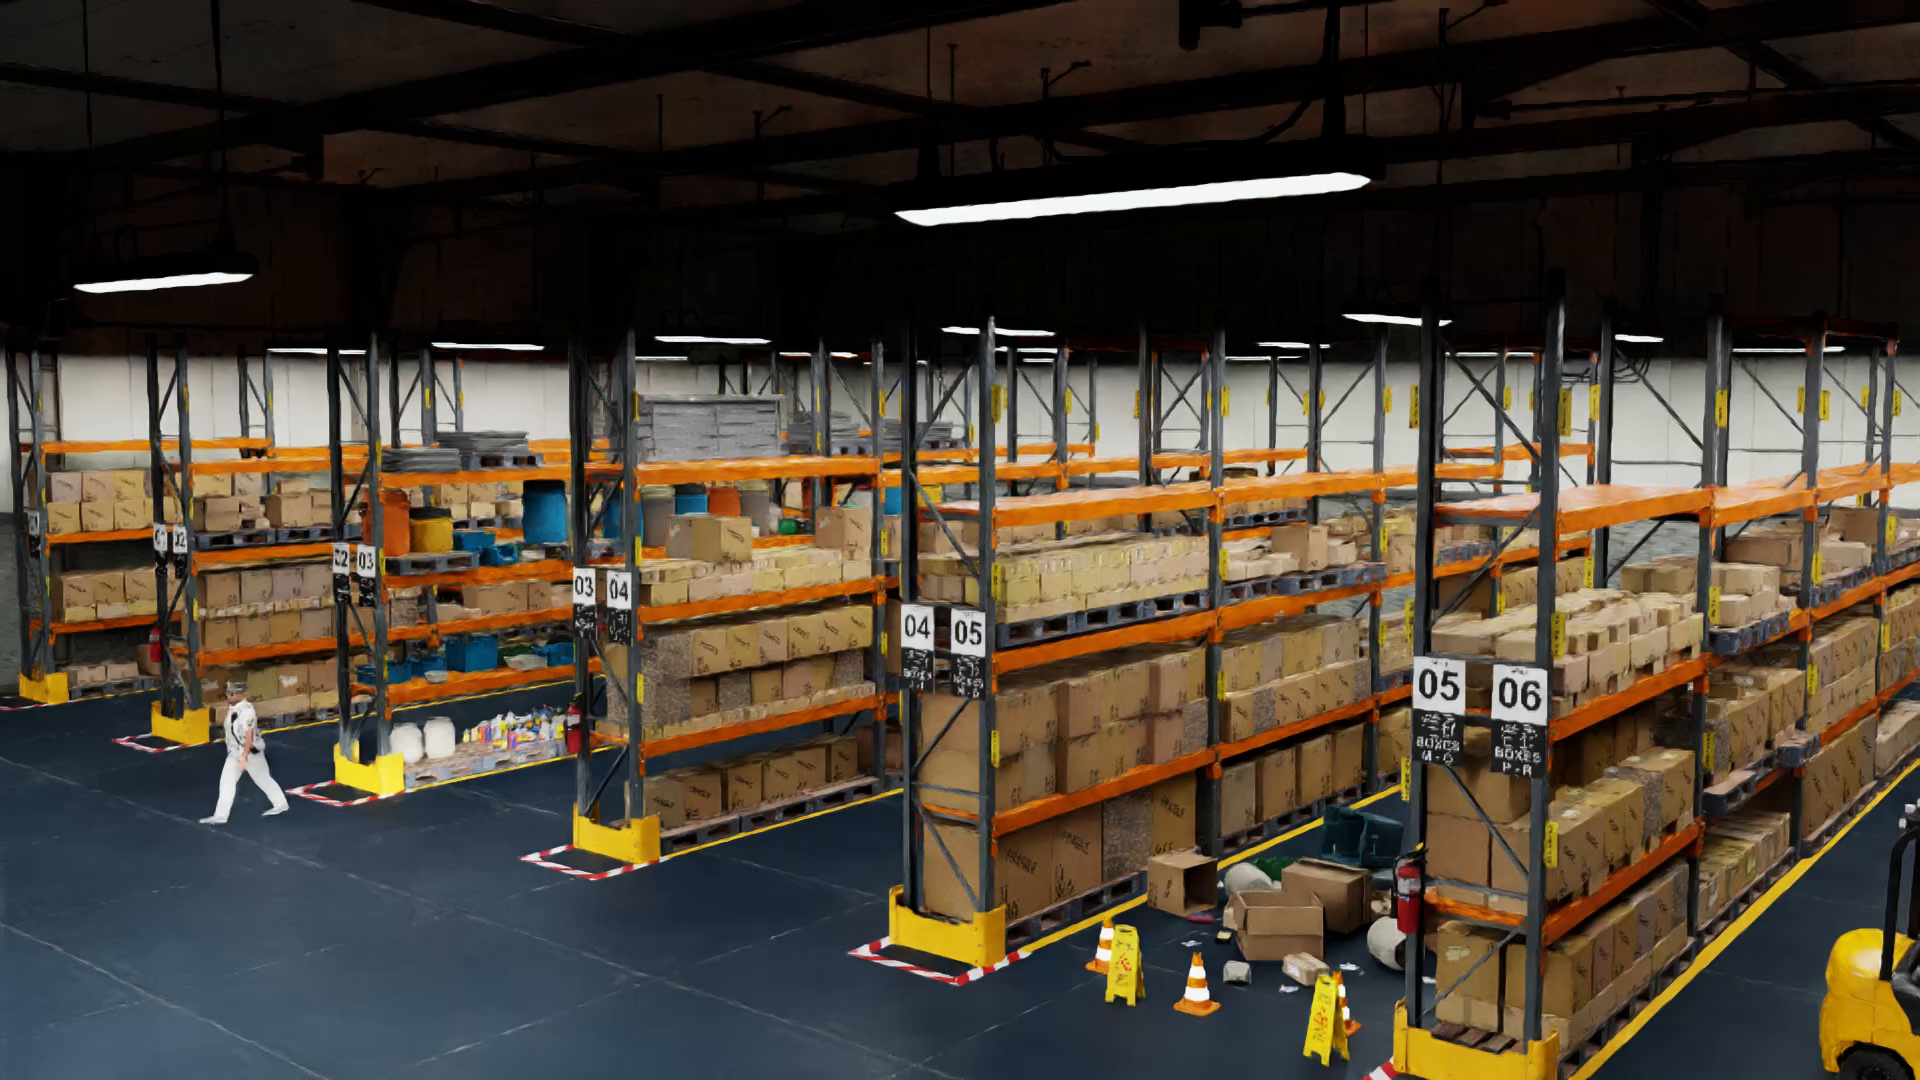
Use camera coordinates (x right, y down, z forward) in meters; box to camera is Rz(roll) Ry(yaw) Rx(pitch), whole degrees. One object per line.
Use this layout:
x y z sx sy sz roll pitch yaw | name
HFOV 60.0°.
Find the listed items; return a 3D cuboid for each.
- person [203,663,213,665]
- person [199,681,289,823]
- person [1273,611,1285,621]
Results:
-12.692 1.856 27.911 0.598 1.619 0.507 4 6 37 | person
-8.566 2.520 19.885 0.554 1.709 1.040 4 7 38 | person
5.084 1.941 26.303 0.729 1.733 0.546 4 7 38 | person
